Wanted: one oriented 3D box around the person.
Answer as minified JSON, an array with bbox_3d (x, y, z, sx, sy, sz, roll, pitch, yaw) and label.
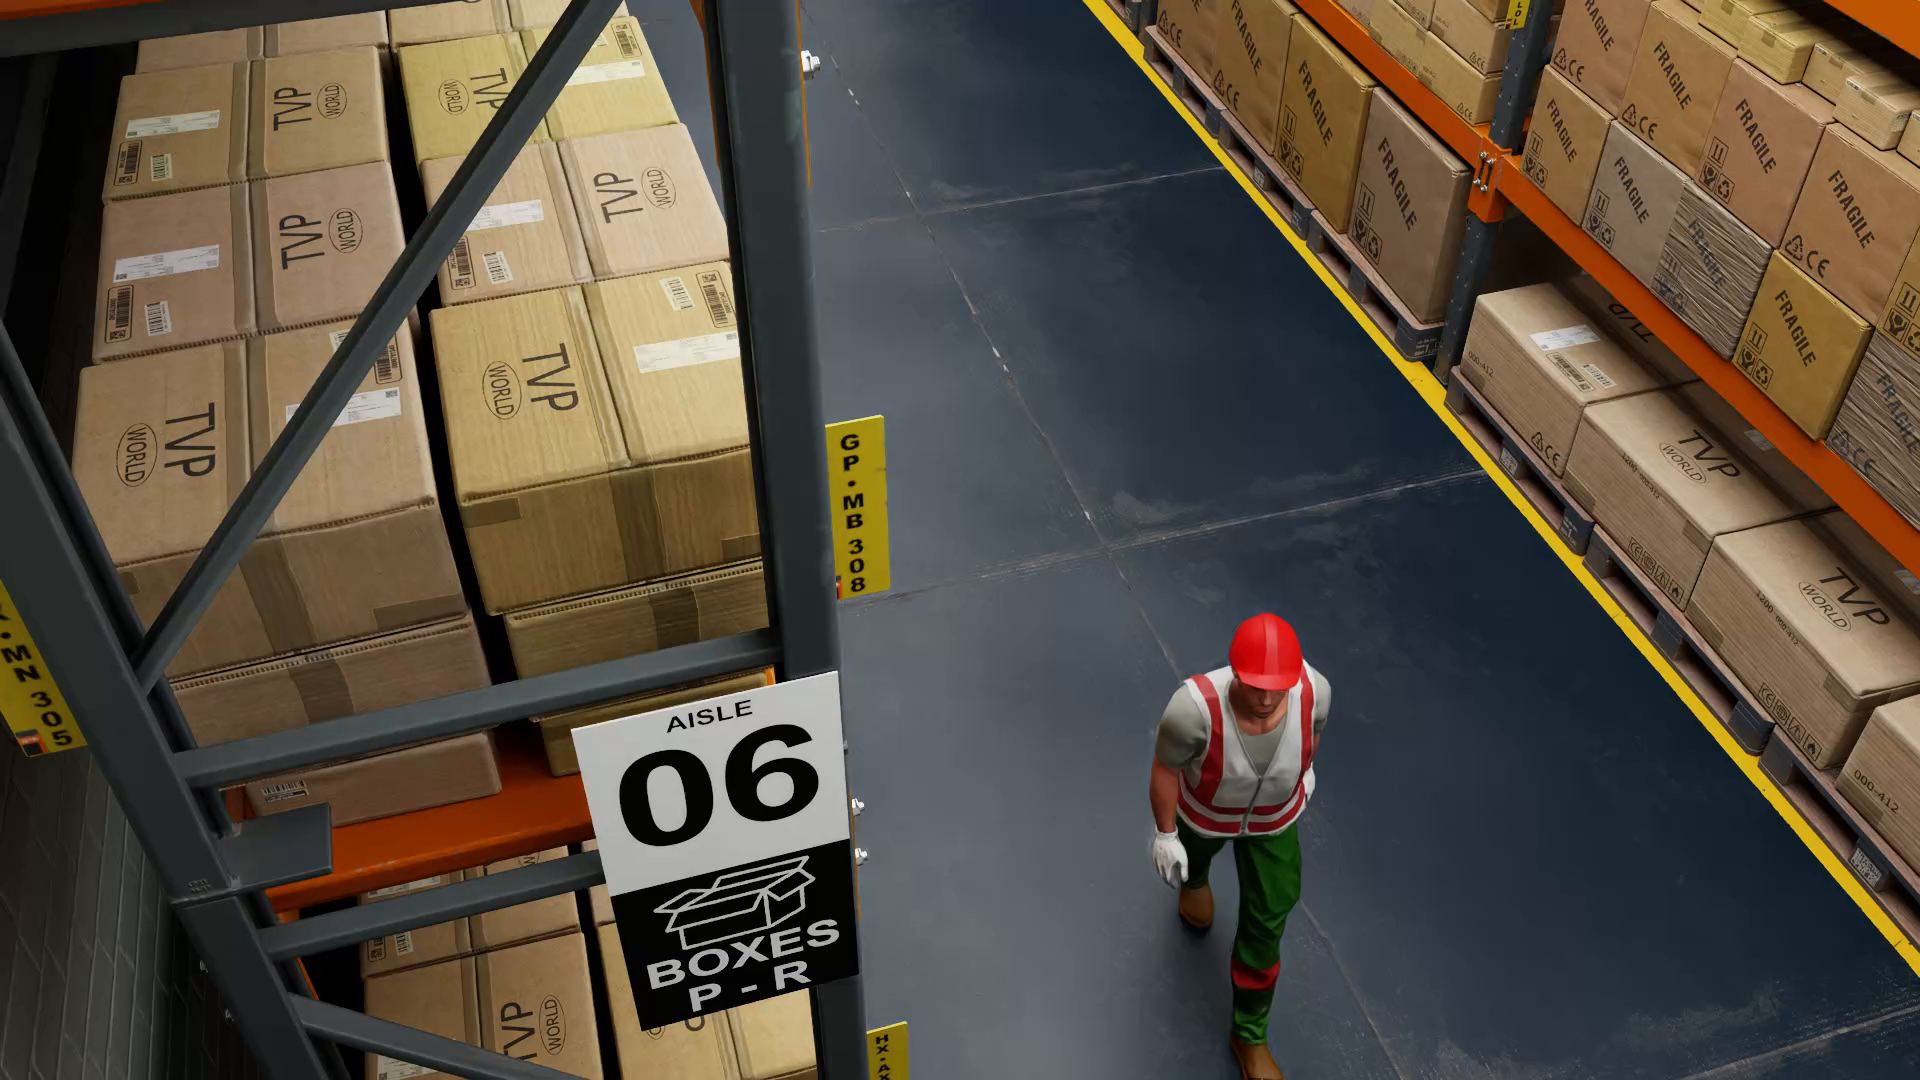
[{"bbox_3d":[0.861,0.871,5.152,0.571,1.724,0.981,0,42,0],"label":"person"}]
